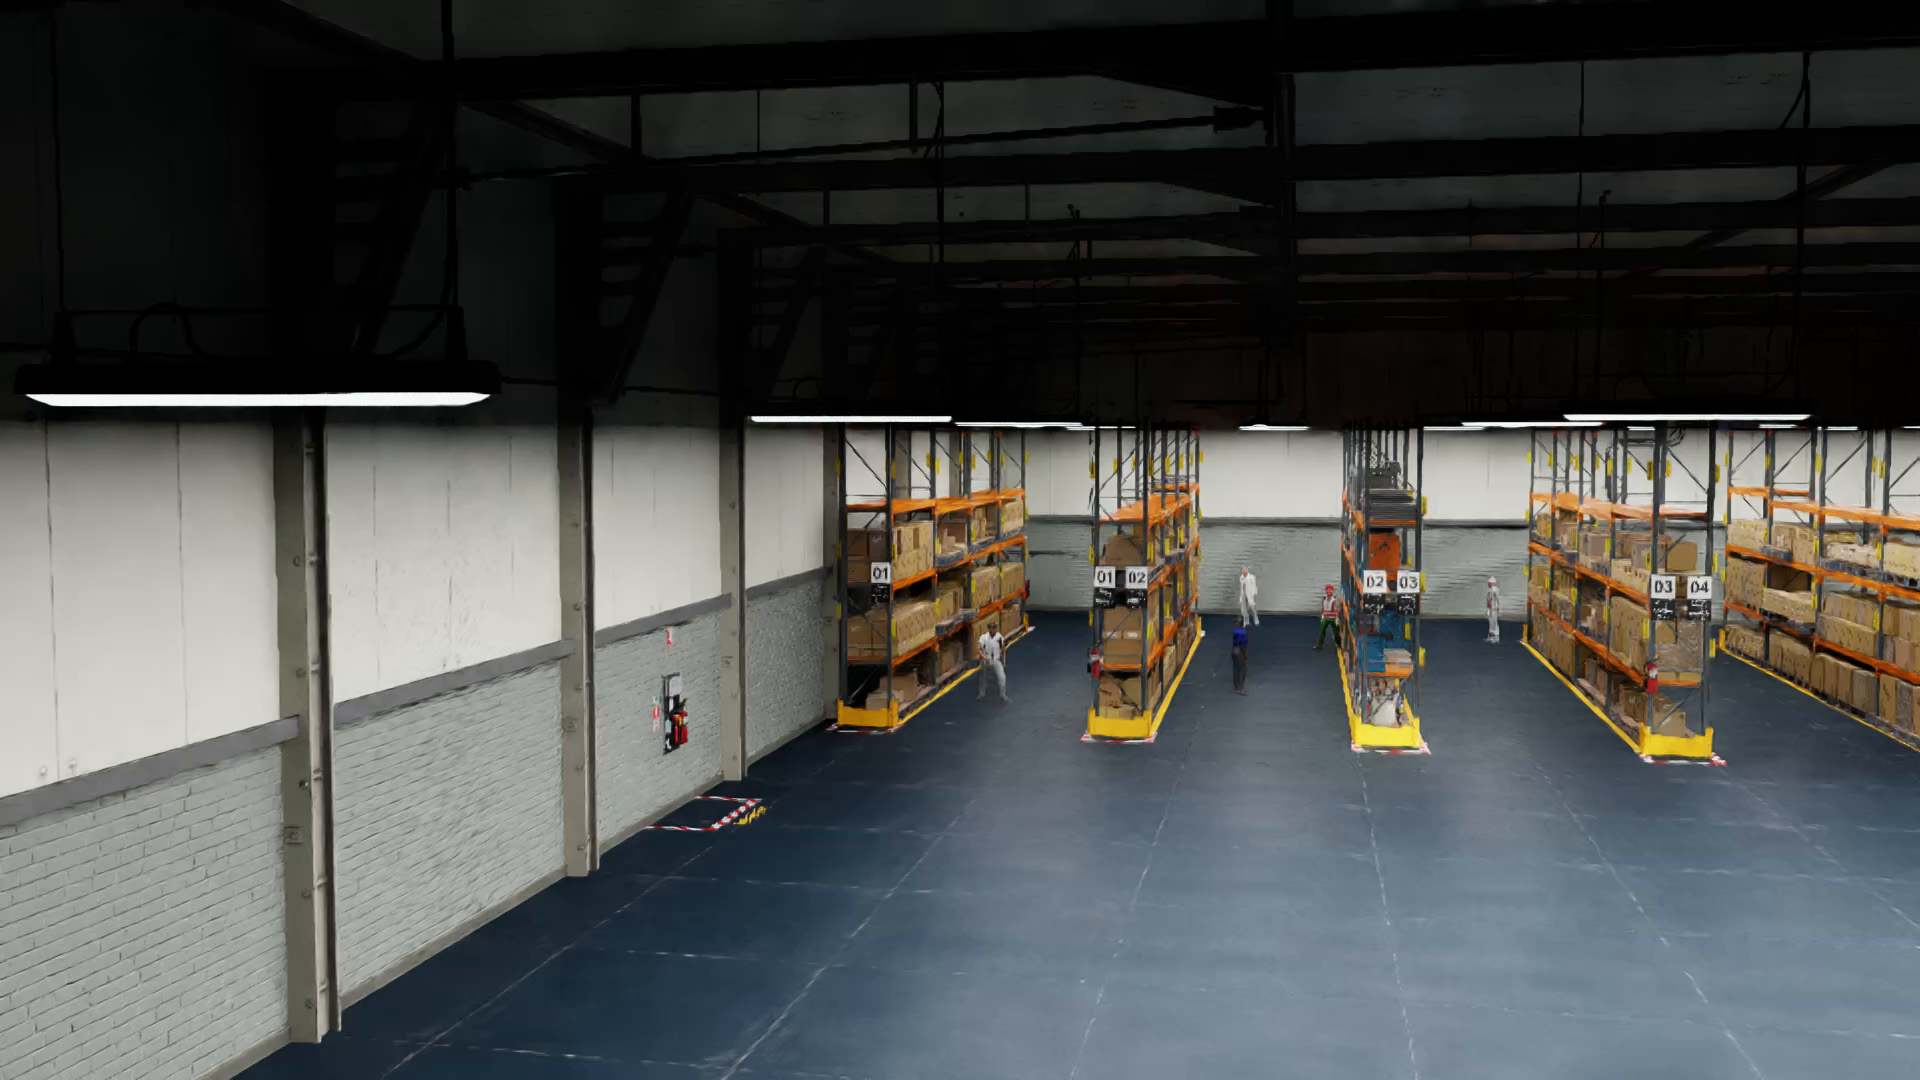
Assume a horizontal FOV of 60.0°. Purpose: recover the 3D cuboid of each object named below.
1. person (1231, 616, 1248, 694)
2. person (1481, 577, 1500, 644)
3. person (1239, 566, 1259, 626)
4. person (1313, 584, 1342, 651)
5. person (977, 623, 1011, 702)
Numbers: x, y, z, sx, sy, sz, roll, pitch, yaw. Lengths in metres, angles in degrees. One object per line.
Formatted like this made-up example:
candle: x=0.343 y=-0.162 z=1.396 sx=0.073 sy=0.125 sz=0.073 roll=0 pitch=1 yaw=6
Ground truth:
person: x=6.181 y=2.545 z=36.616 sx=0.359 sy=1.724 sz=0.526 roll=-1 pitch=4 yaw=-17
person: x=14.398 y=1.892 z=45.064 sx=0.544 sy=1.788 sz=0.626 roll=2 pitch=4 yaw=29
person: x=8.584 y=1.647 z=49.313 sx=0.629 sy=1.768 sz=0.614 roll=-3 pitch=5 yaw=-42
person: x=9.656 y=2.029 z=43.477 sx=0.586 sy=1.750 sz=0.953 roll=3 pitch=5 yaw=39
person: x=0.687 y=2.575 z=35.363 sx=0.696 sy=1.695 sz=0.843 roll=0 pitch=4 yaw=-6
